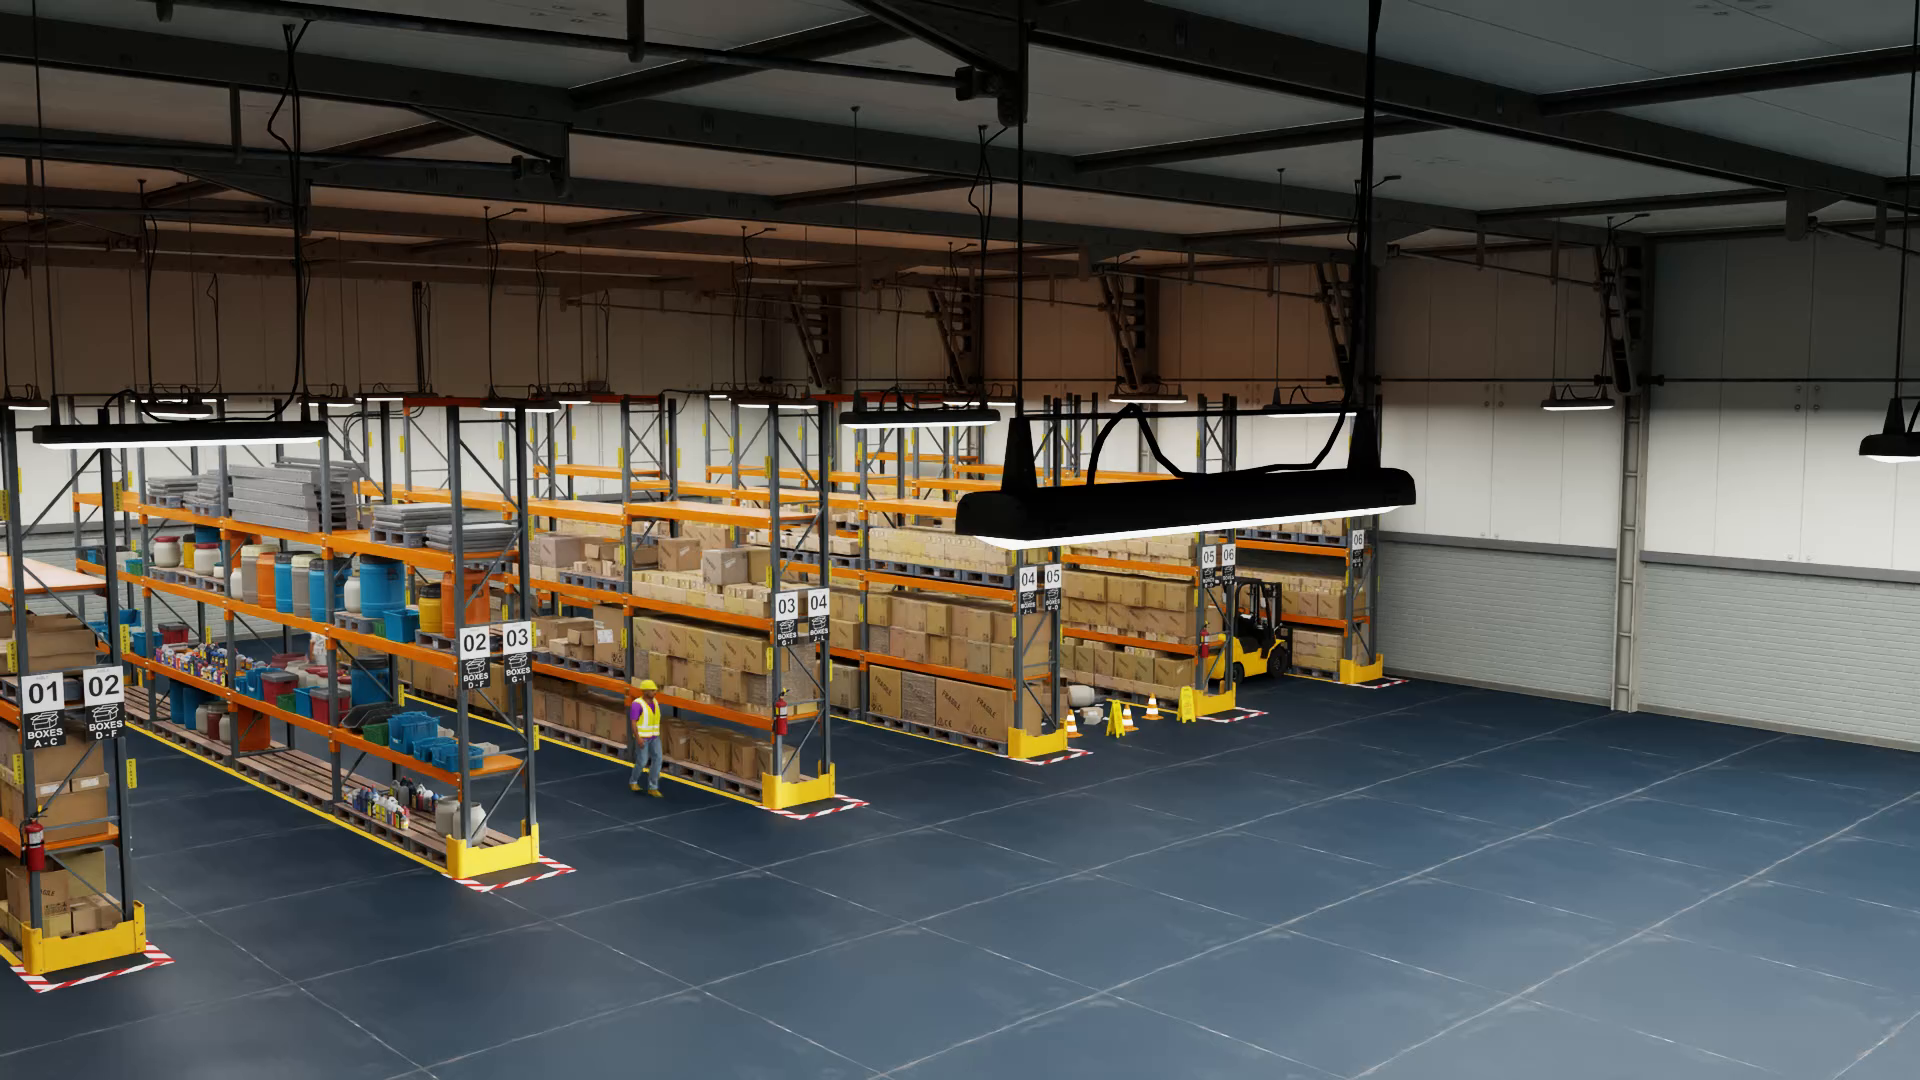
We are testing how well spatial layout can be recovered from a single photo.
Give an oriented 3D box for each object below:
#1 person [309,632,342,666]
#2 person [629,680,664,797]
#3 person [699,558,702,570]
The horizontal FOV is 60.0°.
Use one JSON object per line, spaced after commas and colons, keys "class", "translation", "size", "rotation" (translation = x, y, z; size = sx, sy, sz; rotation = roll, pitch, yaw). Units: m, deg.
{"class": "person", "translation": [-12.756, 2.288, 33.402], "size": [1.034, 1.605, 0.566], "rotation": [5, 8, 44]}
{"class": "person", "translation": [-4.773, 3.031, 25.401], "size": [0.697, 1.784, 0.662], "rotation": [4, 7, 33]}
{"class": "person", "translation": [-7.312, 0.872, 47.368], "size": [0.588, 1.808, 0.499], "rotation": [2, 6, 23]}
